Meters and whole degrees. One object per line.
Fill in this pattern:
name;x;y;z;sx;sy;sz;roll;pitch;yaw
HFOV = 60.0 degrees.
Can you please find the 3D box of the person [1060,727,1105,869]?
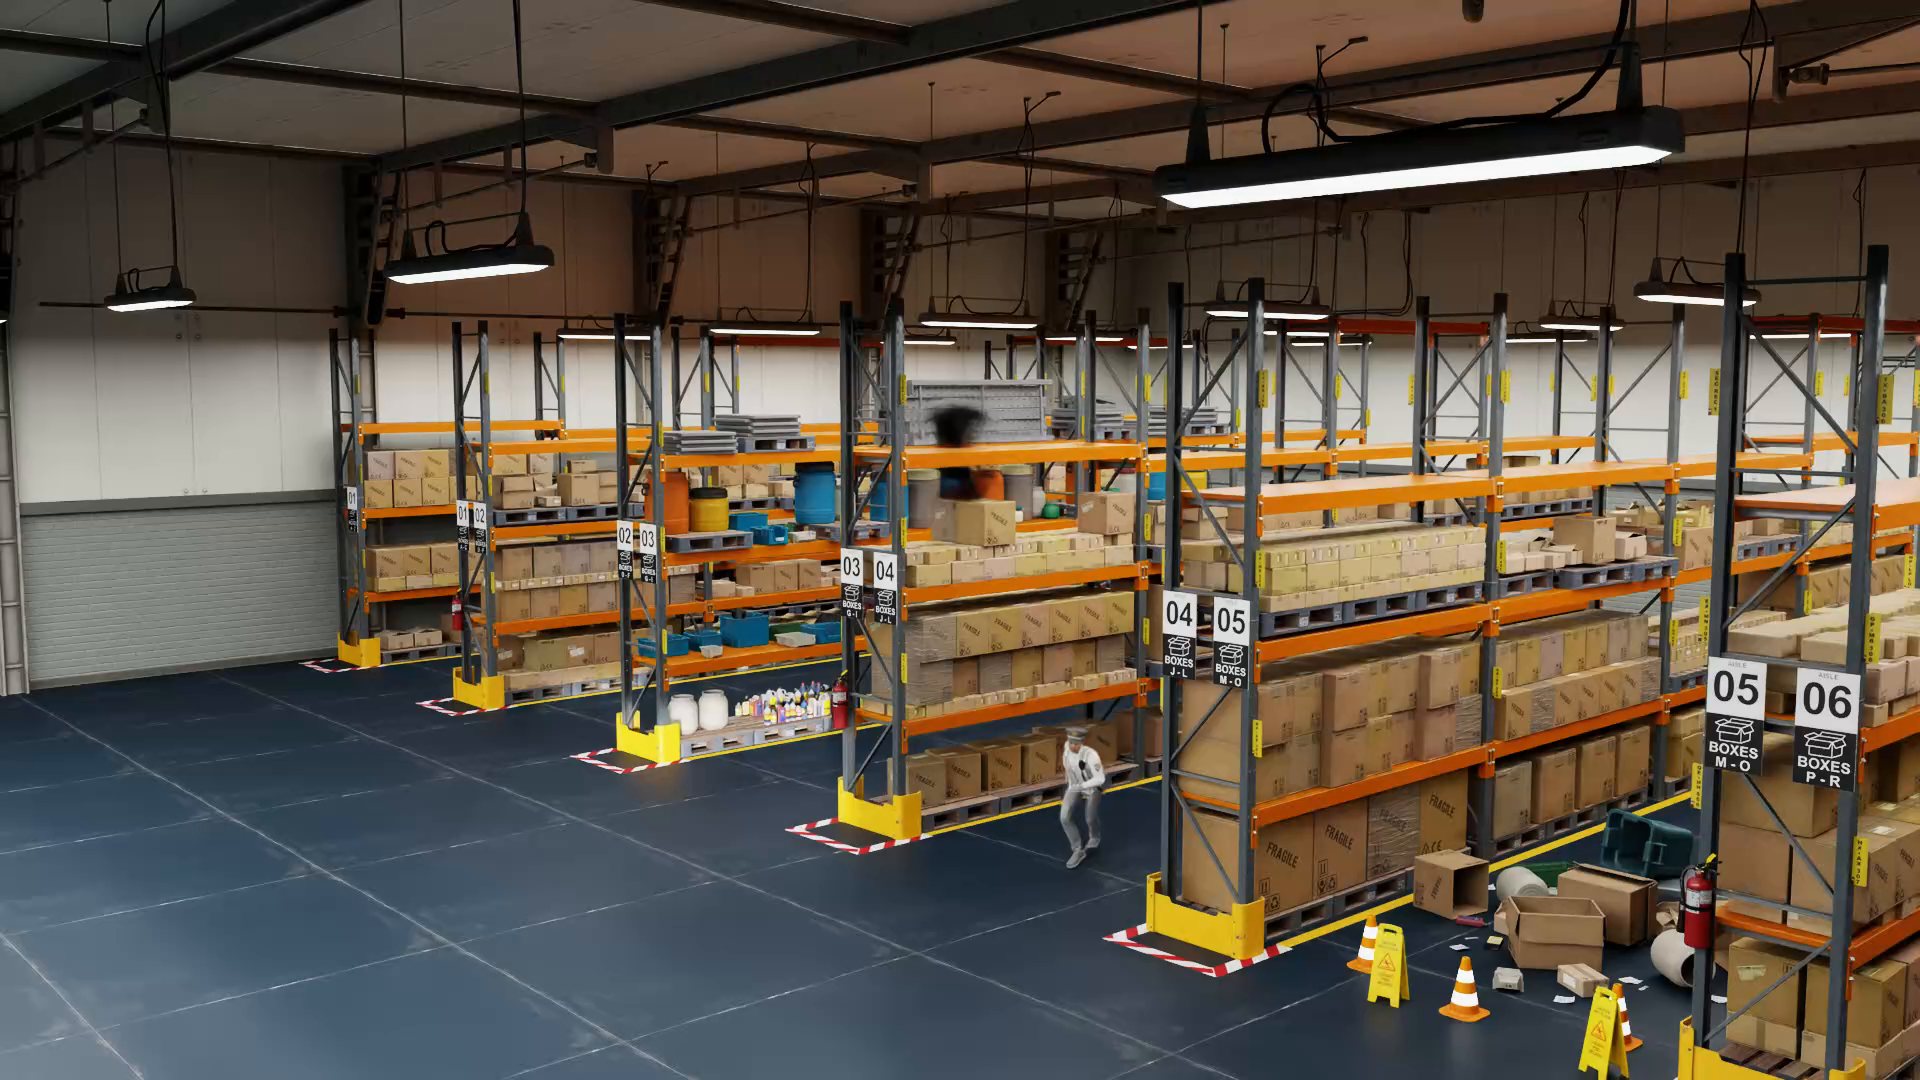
person;1.341;2.663;17.637;0.608;1.501;1.049;3;6;28
